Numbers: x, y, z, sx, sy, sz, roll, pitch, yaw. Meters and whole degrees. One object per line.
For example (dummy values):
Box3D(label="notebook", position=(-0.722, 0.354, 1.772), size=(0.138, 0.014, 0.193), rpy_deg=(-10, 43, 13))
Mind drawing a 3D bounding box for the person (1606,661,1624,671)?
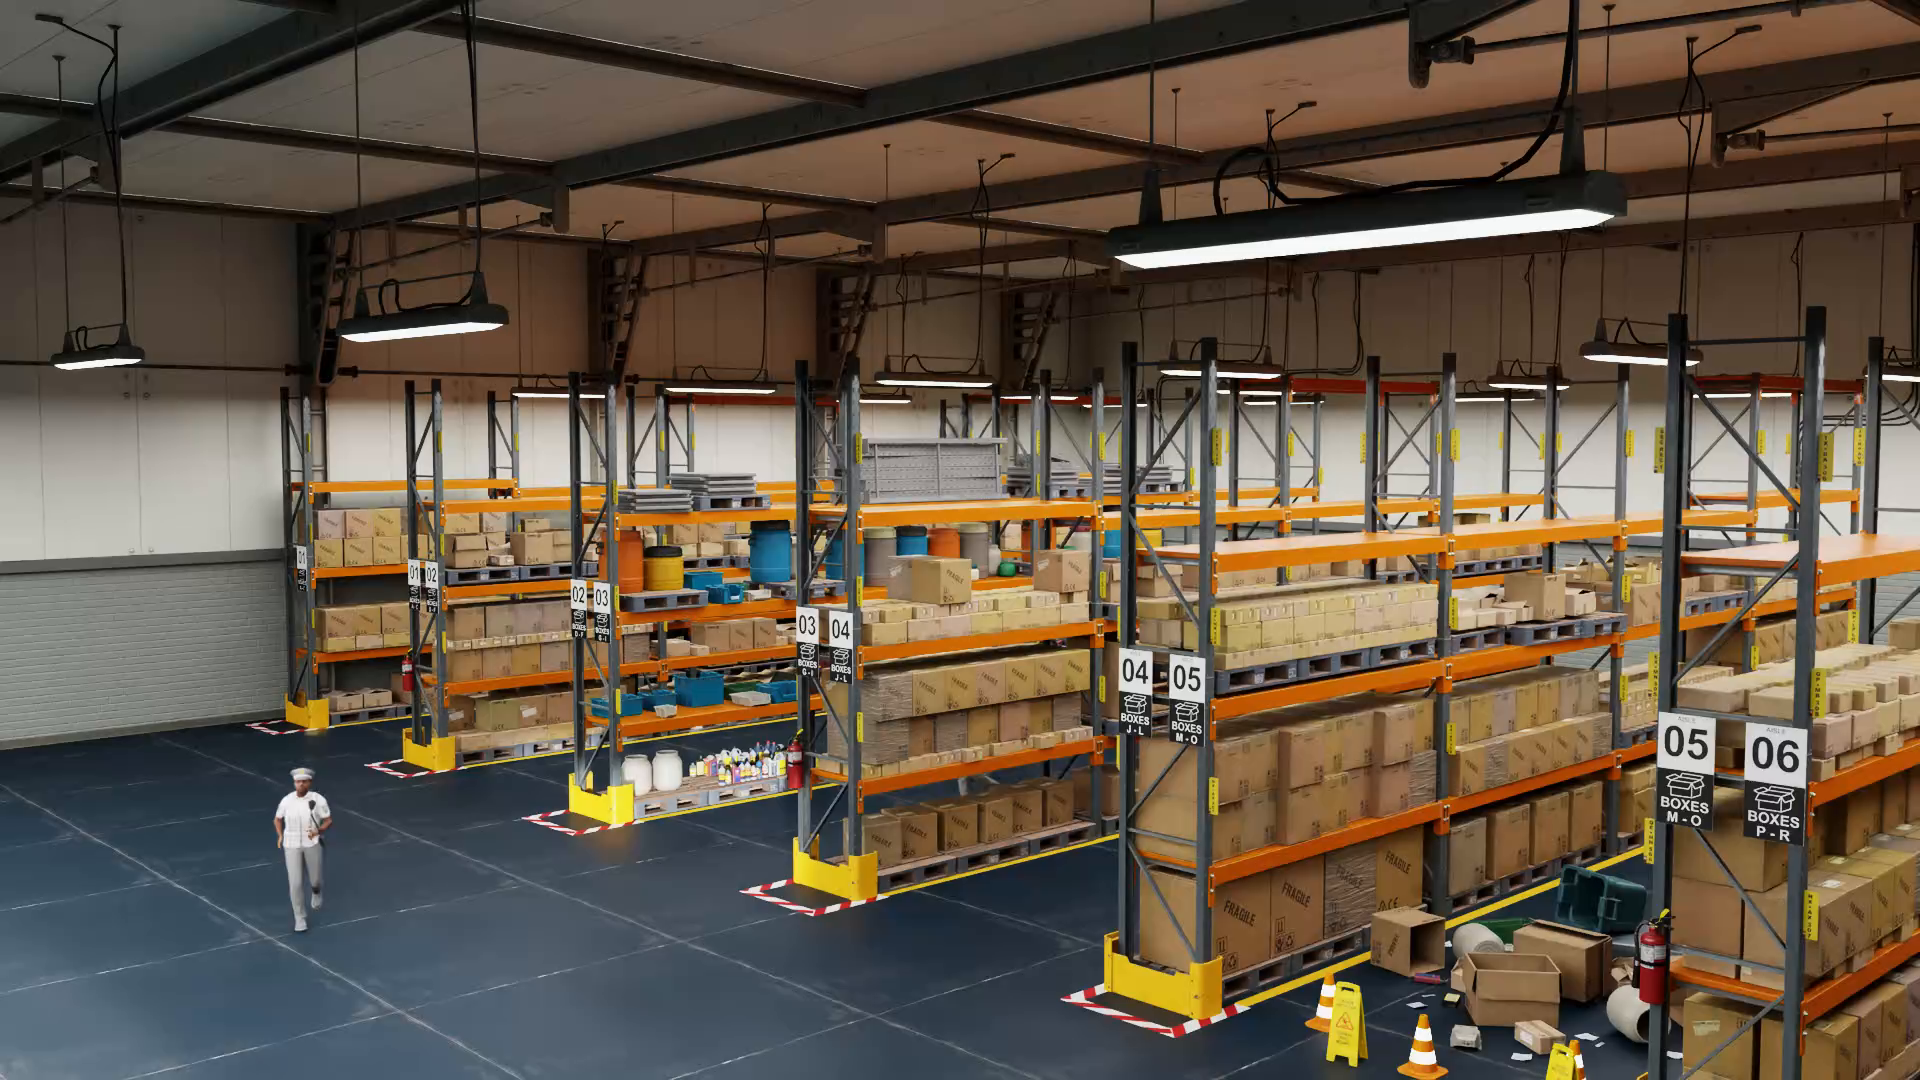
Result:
Box3D(label="person", position=(9.889, 2.682, 24.967), size=(0.910, 1.794, 0.676), rpy_deg=(-3, 5, -40))

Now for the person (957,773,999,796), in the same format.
Box3D(label="person", position=(0.209, 2.882, 22.884), size=(0.783, 1.664, 0.579), rpy_deg=(-4, 5, -45))

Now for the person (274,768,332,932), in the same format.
Box3D(label="person", position=(-6.927, 3.214, 17.504), size=(0.568, 1.658, 0.749), rpy_deg=(-1, 4, -16))
